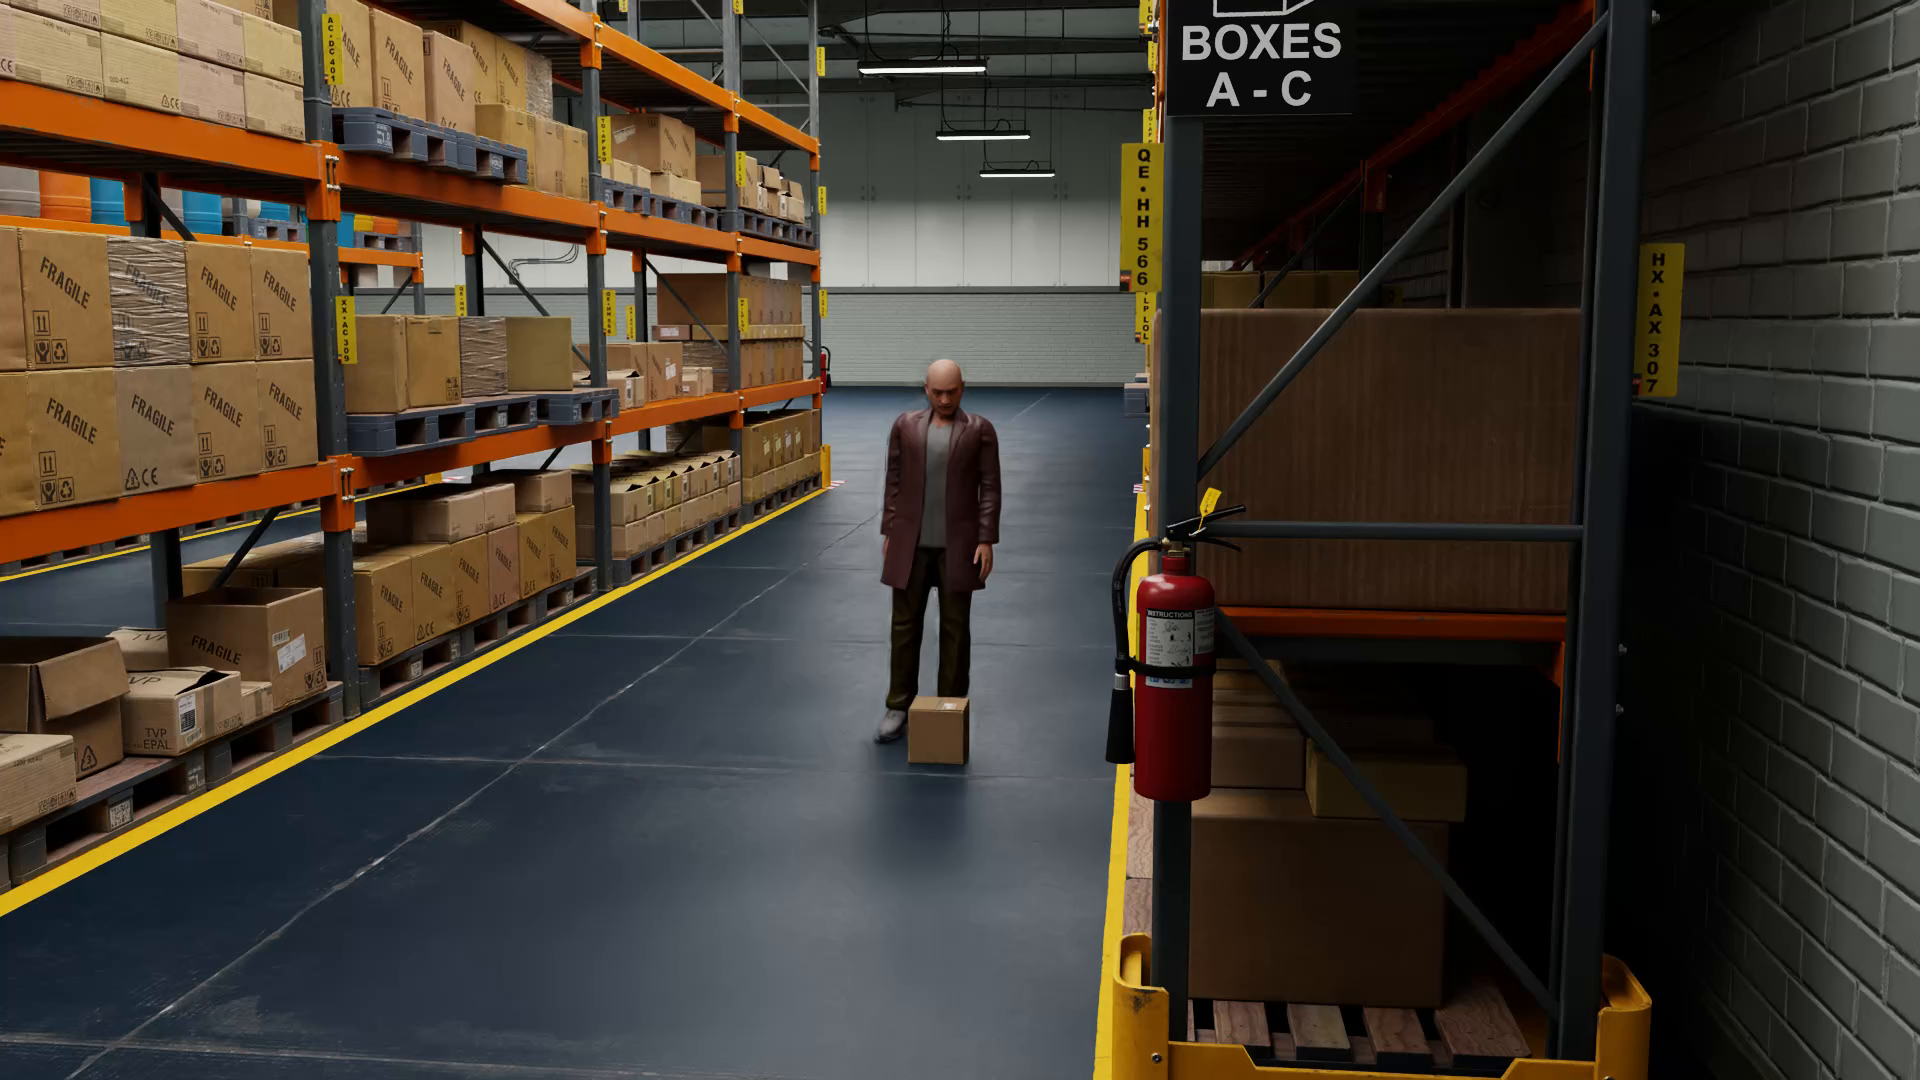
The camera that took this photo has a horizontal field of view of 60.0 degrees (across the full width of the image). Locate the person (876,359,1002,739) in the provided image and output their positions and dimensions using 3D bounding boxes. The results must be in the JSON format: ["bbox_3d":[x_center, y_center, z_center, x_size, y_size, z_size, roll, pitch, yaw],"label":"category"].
[{"bbox_3d":[-0.109,0.036,7.927,0.594,1.786,0.472,1,7,6],"label":"person"}]
